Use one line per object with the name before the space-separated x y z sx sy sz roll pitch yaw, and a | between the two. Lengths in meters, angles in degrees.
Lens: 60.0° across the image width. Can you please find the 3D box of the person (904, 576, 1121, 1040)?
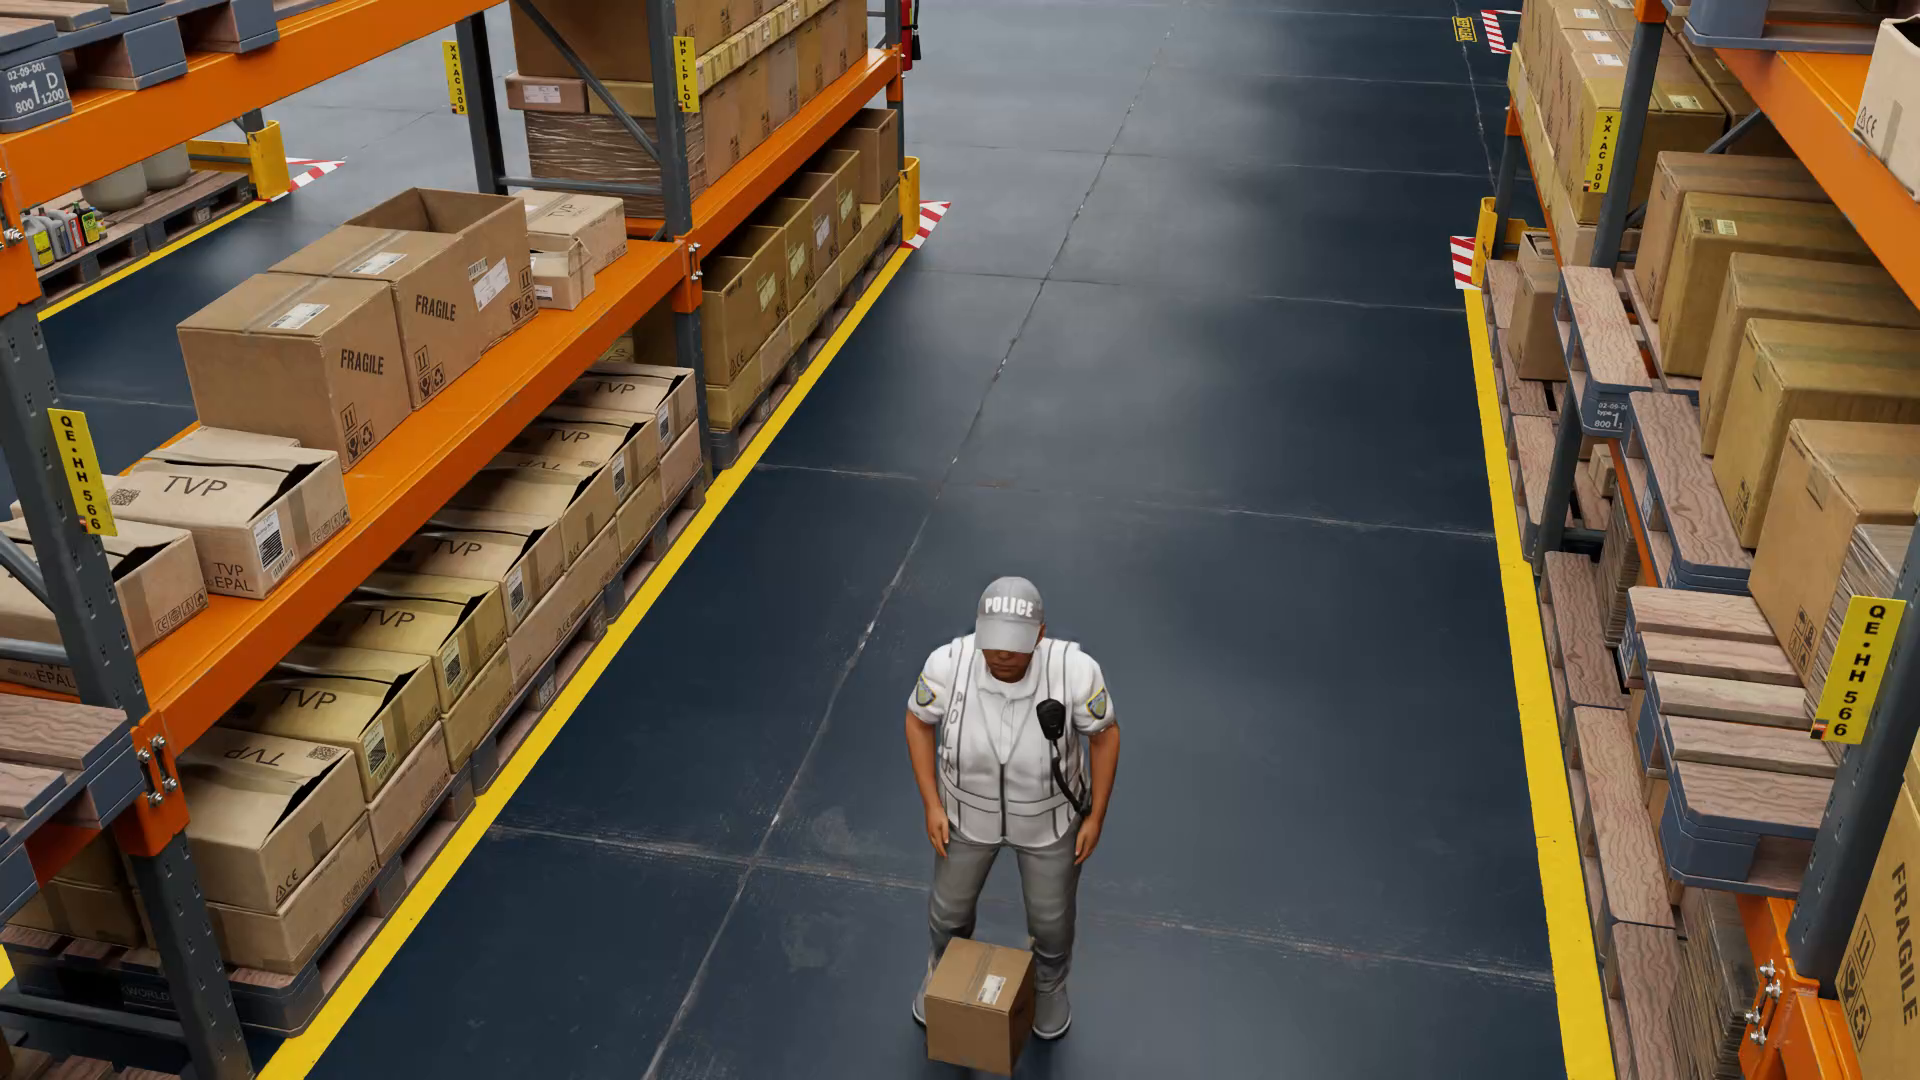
person | 0.136 0.785 4.727 0.606 1.635 0.506 5 29 9
